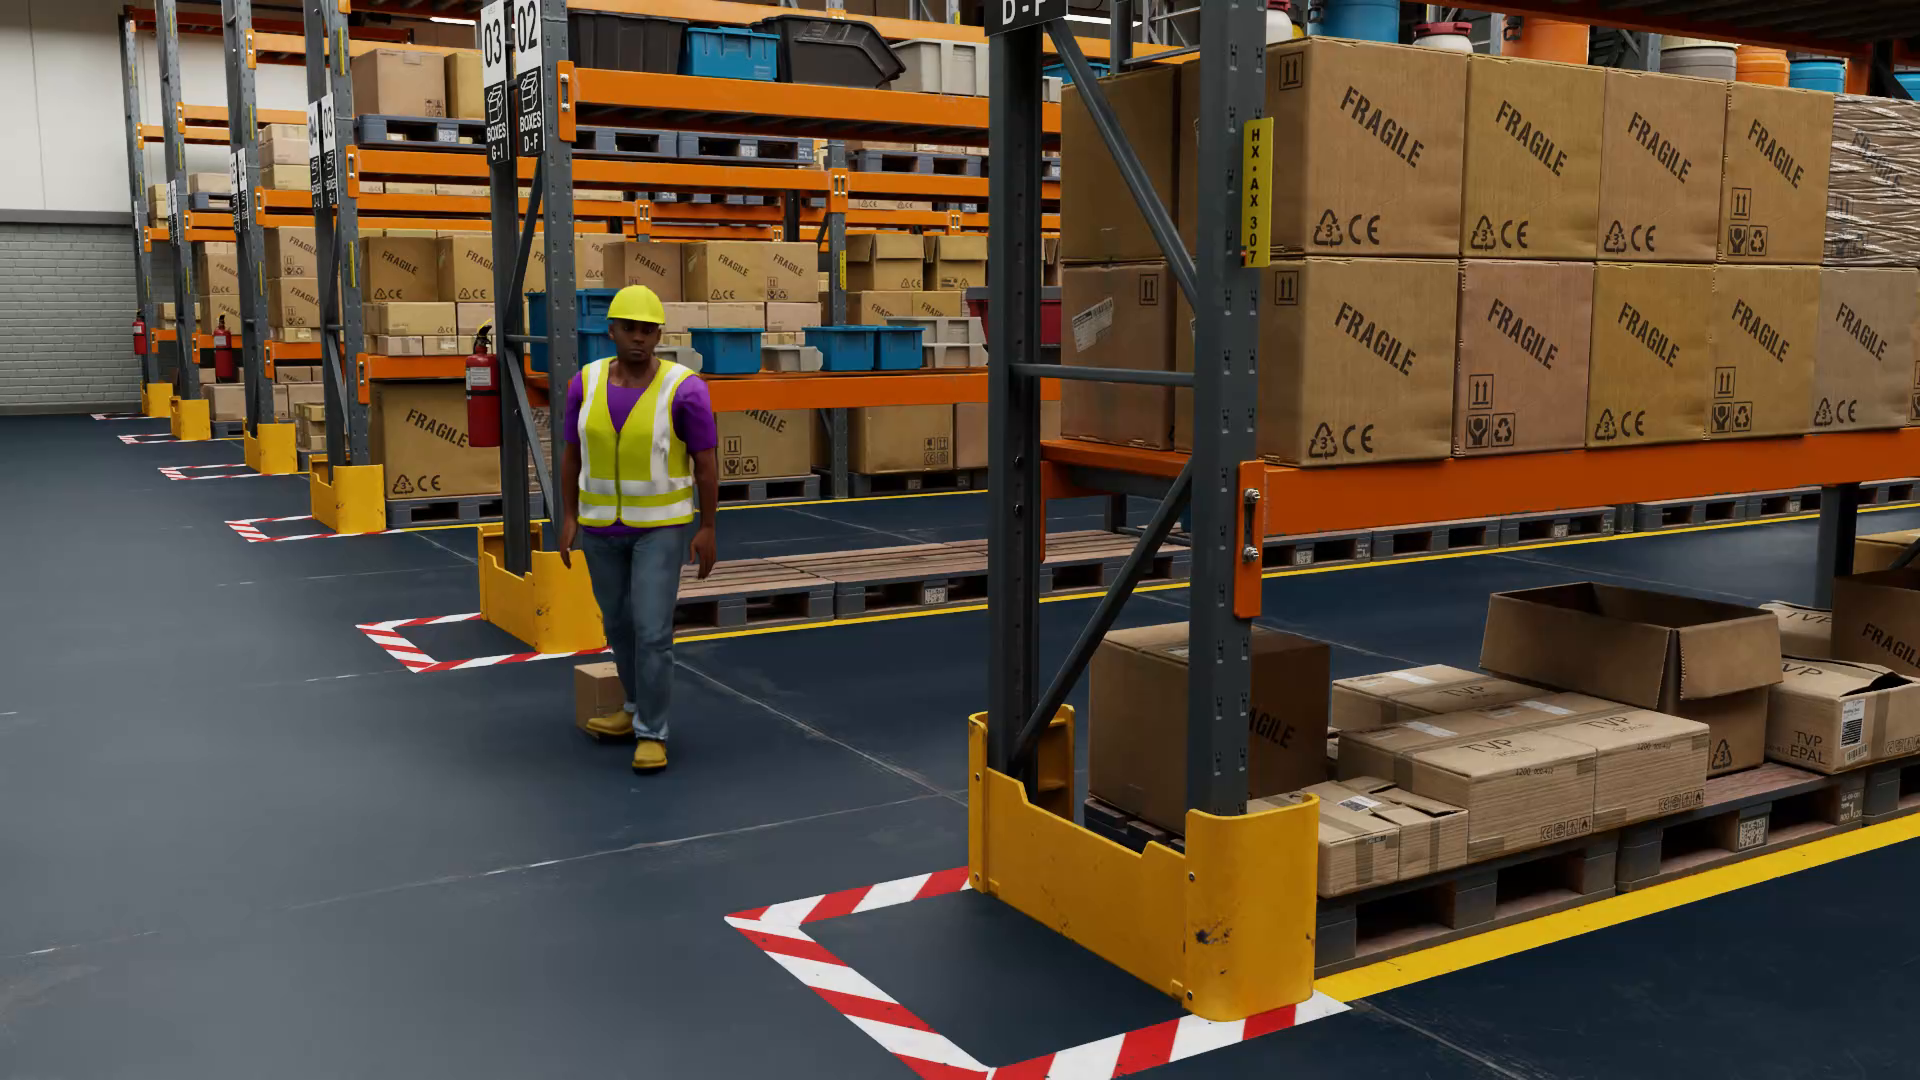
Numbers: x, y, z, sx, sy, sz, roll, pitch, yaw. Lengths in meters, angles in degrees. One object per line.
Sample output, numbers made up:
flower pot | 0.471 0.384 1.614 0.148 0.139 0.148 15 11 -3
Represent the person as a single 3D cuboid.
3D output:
person | 4.708 -0.762 11.119 9.965 1.757 12.855 2 8 12
